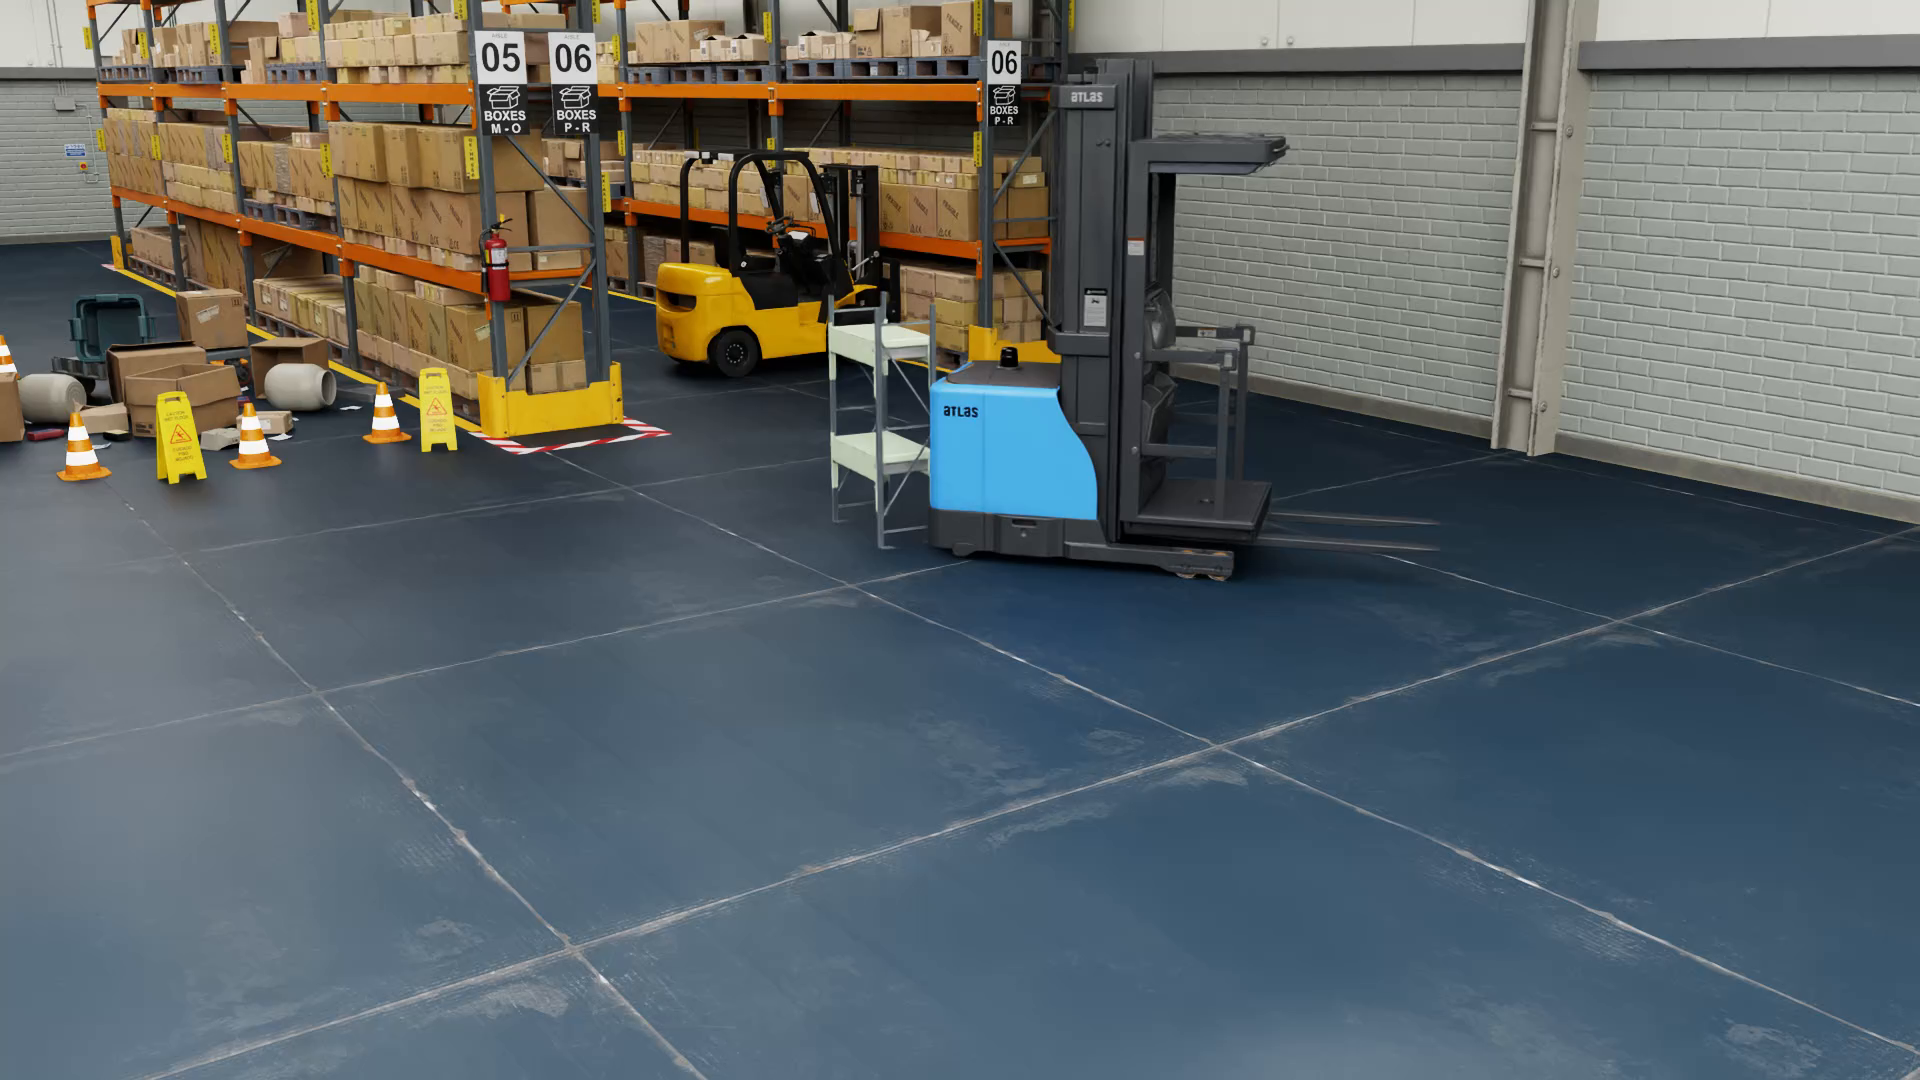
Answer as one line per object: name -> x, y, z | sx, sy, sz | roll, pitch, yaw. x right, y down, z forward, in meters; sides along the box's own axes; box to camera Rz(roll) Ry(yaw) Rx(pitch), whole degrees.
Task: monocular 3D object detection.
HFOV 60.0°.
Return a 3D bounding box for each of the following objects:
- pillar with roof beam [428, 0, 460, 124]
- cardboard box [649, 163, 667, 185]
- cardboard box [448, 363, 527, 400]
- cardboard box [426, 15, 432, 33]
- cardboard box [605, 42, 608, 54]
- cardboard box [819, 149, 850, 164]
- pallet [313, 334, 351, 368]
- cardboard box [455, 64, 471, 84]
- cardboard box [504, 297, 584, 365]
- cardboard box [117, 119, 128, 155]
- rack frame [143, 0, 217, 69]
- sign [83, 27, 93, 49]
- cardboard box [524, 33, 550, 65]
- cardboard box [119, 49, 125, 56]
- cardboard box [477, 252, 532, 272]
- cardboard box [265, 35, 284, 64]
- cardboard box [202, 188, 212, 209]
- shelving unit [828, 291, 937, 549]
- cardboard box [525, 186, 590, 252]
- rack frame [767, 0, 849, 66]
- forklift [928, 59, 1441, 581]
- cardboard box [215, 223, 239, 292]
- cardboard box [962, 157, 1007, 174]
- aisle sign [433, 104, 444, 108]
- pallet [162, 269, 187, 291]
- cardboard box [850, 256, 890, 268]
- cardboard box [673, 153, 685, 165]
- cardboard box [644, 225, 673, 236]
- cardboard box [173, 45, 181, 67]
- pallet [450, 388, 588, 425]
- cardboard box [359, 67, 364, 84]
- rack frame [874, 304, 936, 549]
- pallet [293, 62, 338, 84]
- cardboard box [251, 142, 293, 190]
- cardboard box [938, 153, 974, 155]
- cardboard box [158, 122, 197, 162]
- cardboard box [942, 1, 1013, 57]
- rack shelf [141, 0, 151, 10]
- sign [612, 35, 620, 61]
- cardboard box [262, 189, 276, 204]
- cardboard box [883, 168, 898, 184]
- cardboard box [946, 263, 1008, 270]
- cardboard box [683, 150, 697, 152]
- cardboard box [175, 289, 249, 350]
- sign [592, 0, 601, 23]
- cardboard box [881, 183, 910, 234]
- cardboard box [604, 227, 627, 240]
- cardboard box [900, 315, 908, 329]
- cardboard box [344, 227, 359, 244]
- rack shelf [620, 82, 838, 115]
pillar with roof beam -> -13.125, -9.515, 28.294 | 9.100, 9.000, 0.400 | -11, 19, -35
cardboard box -> -3.726, -4.795, 21.749 | 0.500, 0.250, 0.500 | -10, 18, -33
cardboard box -> -4.099, -1.398, 14.416 | 0.500, 0.250, 0.500 | -11, 19, -35
cardboard box -> -4.222, -4.298, 13.879 | 0.380, 0.149, 0.250 | -11, 19, -34
cardboard box -> -4.593, -6.676, 22.569 | 0.380, 0.149, 0.250 | -12, 19, -36
cardboard box -> -1.331, -4.236, 18.390 | 0.380, 0.149, 0.250 | -10, 18, -33
pallet -> -6.203, -2.061, 17.707 | 1.003, 0.211, 1.213 | -11, 19, -35
cardboard box -> -3.828, -3.744, 13.369 | 0.380, 0.149, 0.250 | -11, 19, -34
cardboard box -> -3.657, -1.844, 14.625 | 0.500, 0.500, 0.500 | -12, 19, -36
cardboard box -> -12.129, -5.968, 24.617 | 0.500, 0.500, 0.500 | -11, 19, -35
rack frame -> -10.447, -7.842, 22.182 | 1.000, 3.000, 0.127 | -11, 19, -35
sign -> -13.252, -7.624, 25.263 | 0.100, 0.325, 0.005 | -11, 19, -35
cardboard box -> -3.472, -4.053, 13.740 | 0.500, 0.250, 0.500 | -11, 19, -36
cardboard box -> -12.462, -7.346, 25.350 | 0.500, 0.250, 0.500 | -13, 20, -40
cardboard box -> -3.785, -2.312, 13.815 | 0.380, 0.149, 0.250 | -10, 18, -33
cardboard box -> -7.176, -5.270, 18.270 | 0.797, 0.503, 0.637 | -11, 19, -35
cardboard box -> -9.199, -4.306, 20.912 | 0.500, 0.250, 0.500 | -11, 19, -35
shelving unit -> -0.497, -0.778, 10.576 | 0.431, 1.500, 0.755 | -8, 17, -26
cardboard box -> -3.446, -2.722, 14.086 | 0.500, 0.500, 0.500 | -11, 19, -35
rack frame -> -1.731, -6.905, 18.758 | 1.000, 3.000, 0.127 | -11, 19, -35
forklift -> 1.379, -1.331, 9.886 | 3.031, 2.935, 1.130 | 4, 16, 15
cardboard box -> -8.956, -3.624, 21.363 | 0.875, 0.875, 0.875 | -11, 19, -34
cardboard box -> 0.240, -3.706, 16.452 | 0.380, 0.149, 0.250 | -11, 19, -34
aisle sign -> -9.064, -7.797, 28.456 | 0.394, 0.787, 0.004 | -11, 19, -35
pallet -> -10.831, -3.778, 23.980 | 1.003, 0.211, 1.213 | -11, 19, -35
cardboard box -> -1.106, -3.003, 18.384 | 0.500, 0.250, 0.500 | -10, 18, -33
cardboard box -> -3.468, -4.902, 21.387 | 0.380, 0.149, 0.250 | -11, 19, -34
cardboard box -> -4.272, -4.396, 23.666 | 0.380, 0.149, 0.250 | -10, 18, -33
cardboard box -> -9.656, -6.088, 20.916 | 0.396, 0.266, 0.258 | -9, 18, -30
pallet -> -3.886, -1.236, 14.693 | 1.003, 0.211, 1.213 | -11, 19, -35
cardboard box -> -5.415, -4.361, 15.621 | 0.380, 0.149, 0.250 | -11, 19, -34
rack frame -> -0.332, -0.691, 10.261 | 0.400, 1.500, 0.023 | -8, 17, -26
pallet -> -6.021, -4.745, 16.903 | 1.213, 0.211, 1.003 | -11, 19, -35
cardboard box -> -7.706, -4.246, 18.861 | 0.500, 0.500, 0.500 | -10, 18, -32
cardboard box -> -0.006, -3.990, 17.489 | 0.380, 0.149, 0.250 | -10, 18, -33
cardboard box -> -10.421, -5.340, 22.323 | 0.500, 0.500, 0.500 | -11, 19, -34
cardboard box -> 0.164, -4.960, 16.159 | 0.500, 0.500, 0.500 | -10, 18, -33
rack shelf -> -9.272, -6.875, 20.769 | 1.077, 0.370, 4.000 | -11, 19, -35
sign -> -4.523, -6.478, 21.901 | 0.100, 0.325, 0.005 | -11, 19, -35
cardboard box -> -7.647, -3.884, 18.766 | 0.380, 0.149, 0.250 | -11, 19, -34
cardboard box -> -0.584, -3.819, 17.429 | 0.380, 0.149, 0.250 | -11, 19, -34
cardboard box -> 0.195, -2.754, 17.475 | 0.500, 0.250, 0.500 | -11, 19, -34
cardboard box -> -3.484, -5.150, 22.293 | 0.380, 0.149, 0.250 | -10, 18, -33
cardboard box -> -7.166, -2.117, 15.930 | 0.500, 0.500, 0.500 | -11, 19, -35
sign -> -2.953, -4.339, 13.408 | 0.100, 0.325, 0.005 | -11, 19, -35
cardboard box -> -0.480, -3.491, 17.461 | 0.500, 0.500, 0.500 | -11, 19, -36
cardboard box -> -4.764, -4.295, 23.297 | 0.380, 0.149, 0.250 | -12, 19, -37
cardboard box -> -0.482, -2.301, 17.713 | 0.500, 0.250, 0.500 | -11, 19, -34
cardboard box -> -5.818, -3.002, 16.338 | 0.380, 0.149, 0.250 | -11, 19, -35
rack shelf -> -2.907, -5.538, 20.810 | 1.077, 0.370, 4.000 | -11, 19, -35
